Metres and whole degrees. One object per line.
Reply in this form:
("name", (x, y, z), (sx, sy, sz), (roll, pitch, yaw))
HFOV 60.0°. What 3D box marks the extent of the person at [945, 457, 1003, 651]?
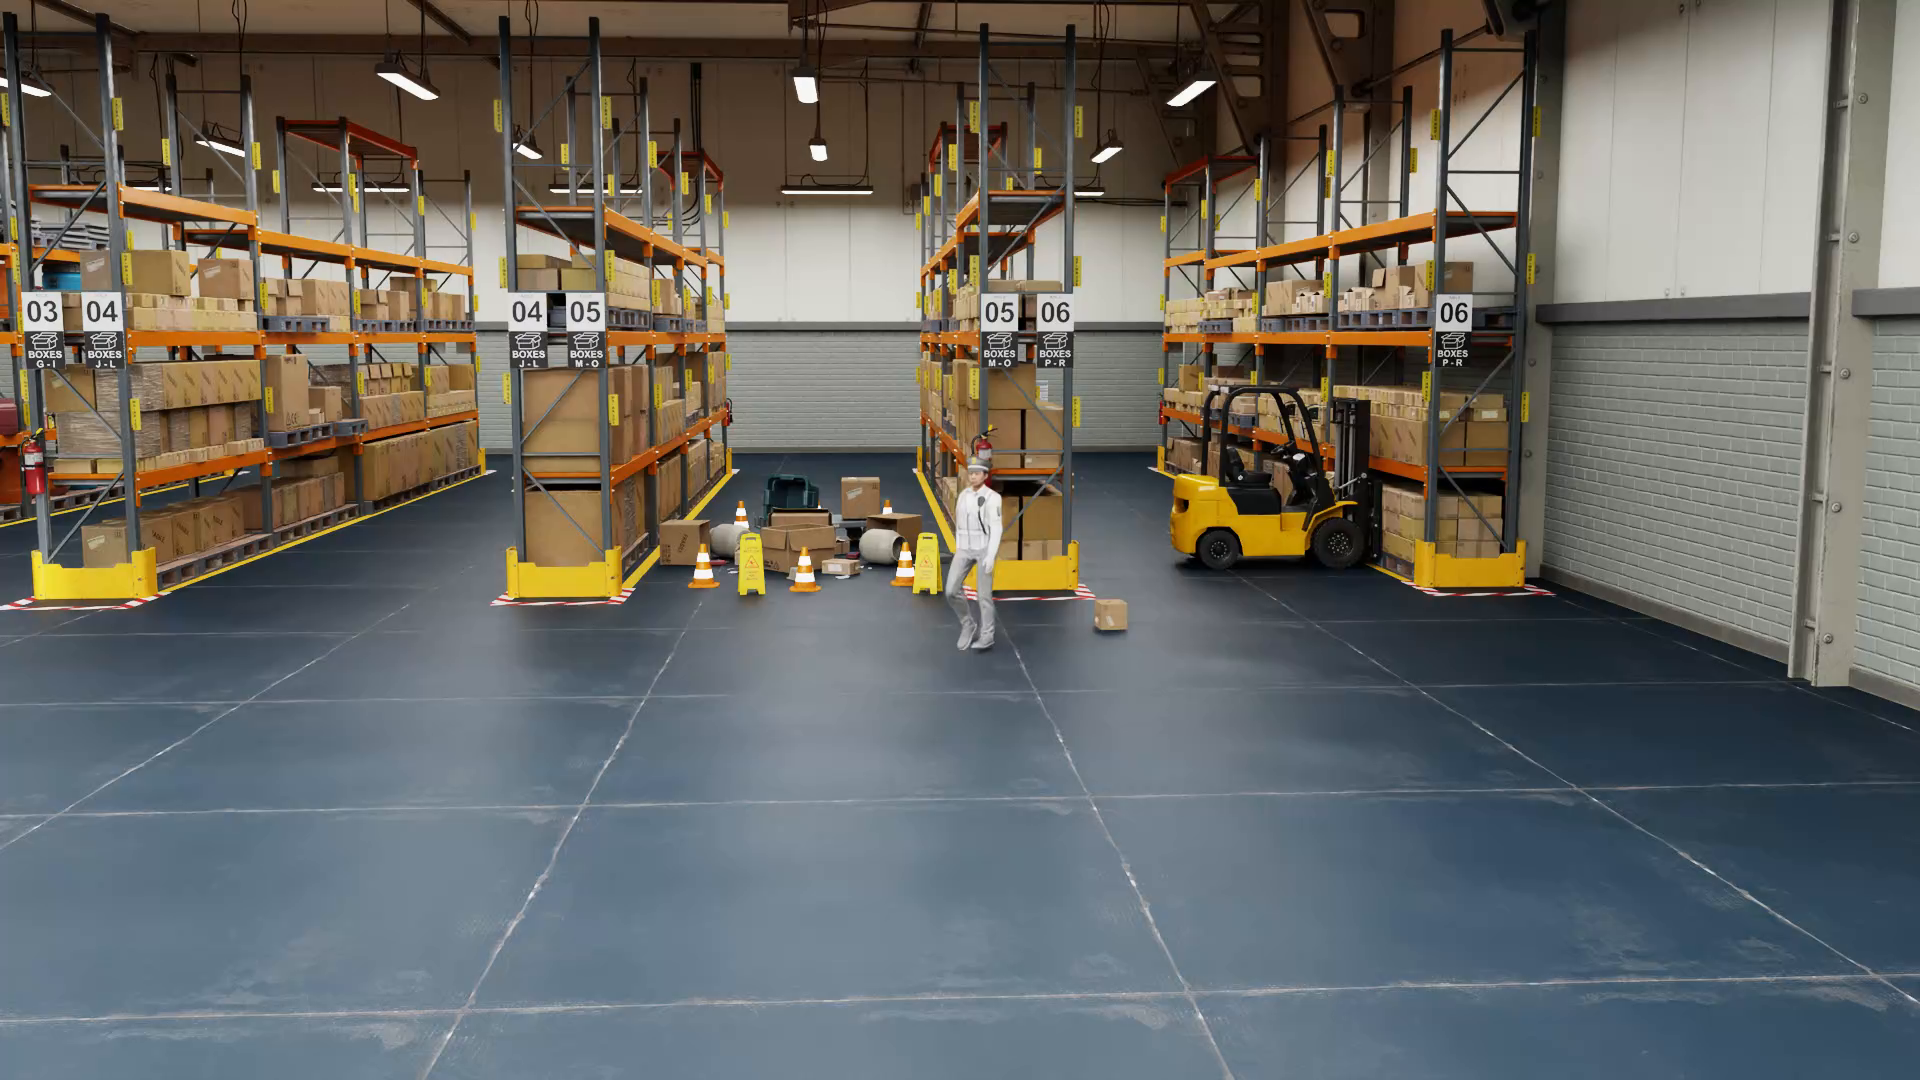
("person", (0.130, 0.128, 14.481), (0.519, 1.716, 0.445), (4, 8, 31))
